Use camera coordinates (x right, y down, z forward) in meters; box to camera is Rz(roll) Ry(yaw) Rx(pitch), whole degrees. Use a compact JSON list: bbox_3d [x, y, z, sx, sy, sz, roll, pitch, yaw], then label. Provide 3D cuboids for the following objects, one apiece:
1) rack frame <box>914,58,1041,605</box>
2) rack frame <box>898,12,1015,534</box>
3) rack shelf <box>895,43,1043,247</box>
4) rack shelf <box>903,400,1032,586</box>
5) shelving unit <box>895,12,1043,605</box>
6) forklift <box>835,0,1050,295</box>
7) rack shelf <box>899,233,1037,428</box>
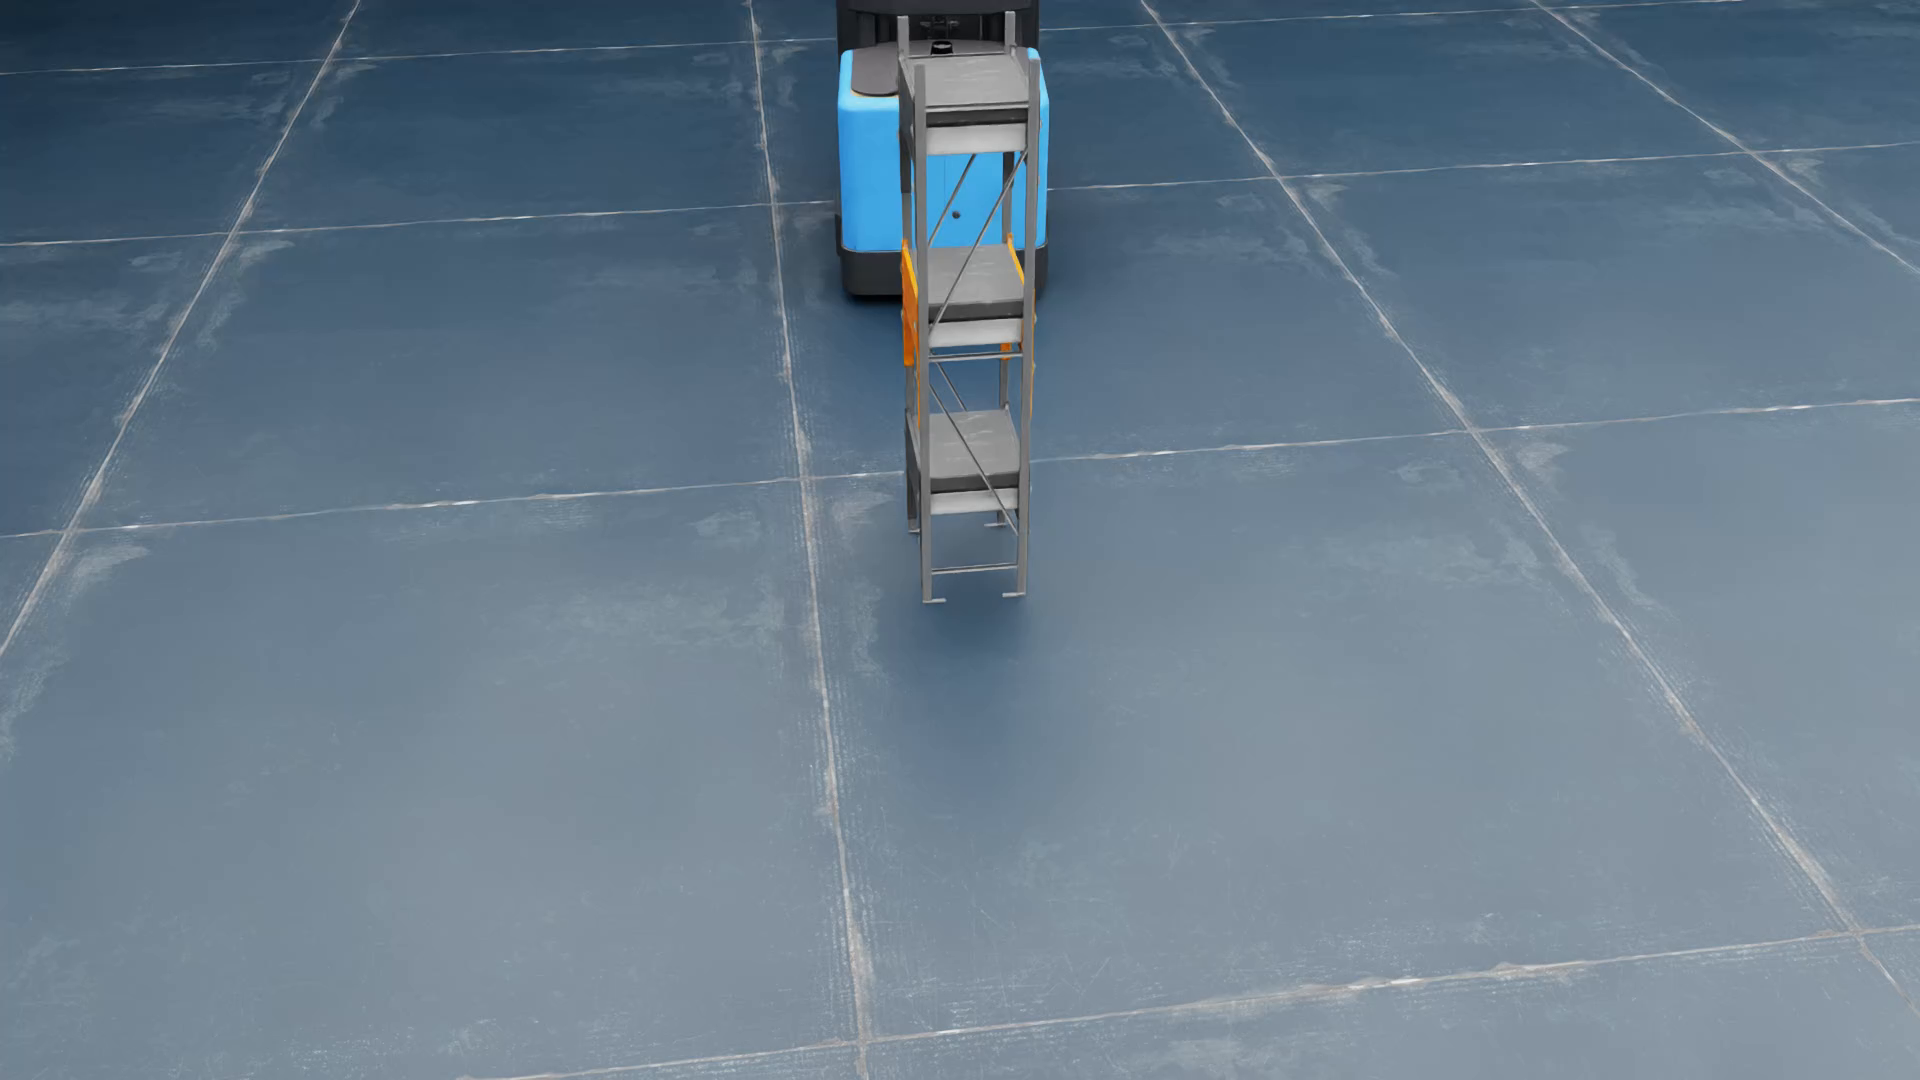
[{"bbox_3d":[0.055,-0.639,5.823,0.400,2.100,0.015,-4,35,-6],"label":"rack frame"},{"bbox_3d":[-0.011,-0.911,6.223,0.400,2.100,0.015,-4,35,-6],"label":"rack frame"},{"bbox_3d":[0.022,-1.342,5.637,0.431,0.518,0.480,-4,35,-6],"label":"rack shelf"},{"bbox_3d":[0.022,-0.186,6.425,0.431,0.518,0.480,-4,35,-6],"label":"rack shelf"},{"bbox_3d":[0.022,-0.775,6.023,0.431,2.100,0.503,-4,35,-6],"label":"shelving unit"},{"bbox_3d":[-0.128,-3.254,8.923,1.130,2.935,3.031,-1,34,-2],"label":"forklift"},{"bbox_3d":[0.022,-0.764,6.031,0.431,0.518,0.480,-4,35,-6],"label":"rack shelf"}]
